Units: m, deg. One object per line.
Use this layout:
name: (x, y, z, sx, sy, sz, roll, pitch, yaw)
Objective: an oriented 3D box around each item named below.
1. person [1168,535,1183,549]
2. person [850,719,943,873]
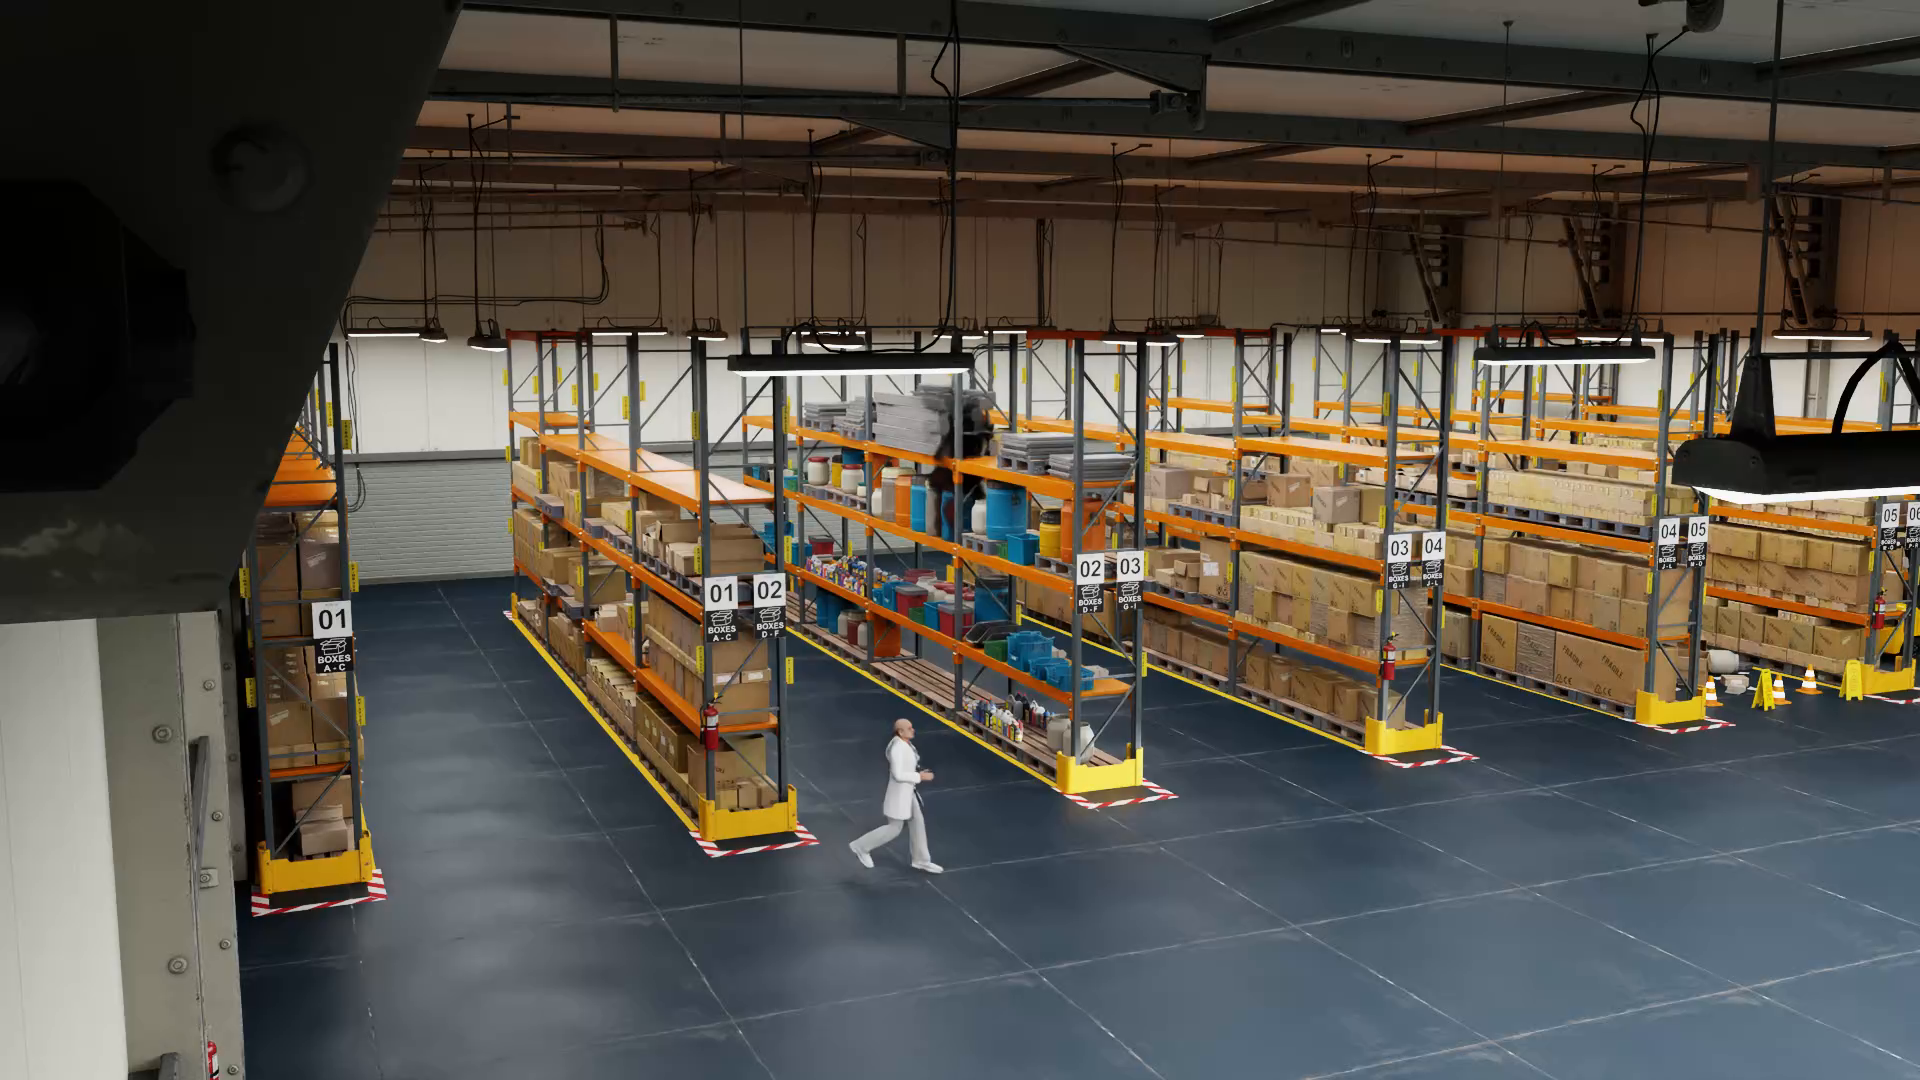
person: (5.327, -0.212, 41.846, 0.775, 1.794, 0.686, 6, 10, 35)
person: (-0.715, 2.900, 18.862, 1.044, 1.793, 0.718, 1, 8, 6)
